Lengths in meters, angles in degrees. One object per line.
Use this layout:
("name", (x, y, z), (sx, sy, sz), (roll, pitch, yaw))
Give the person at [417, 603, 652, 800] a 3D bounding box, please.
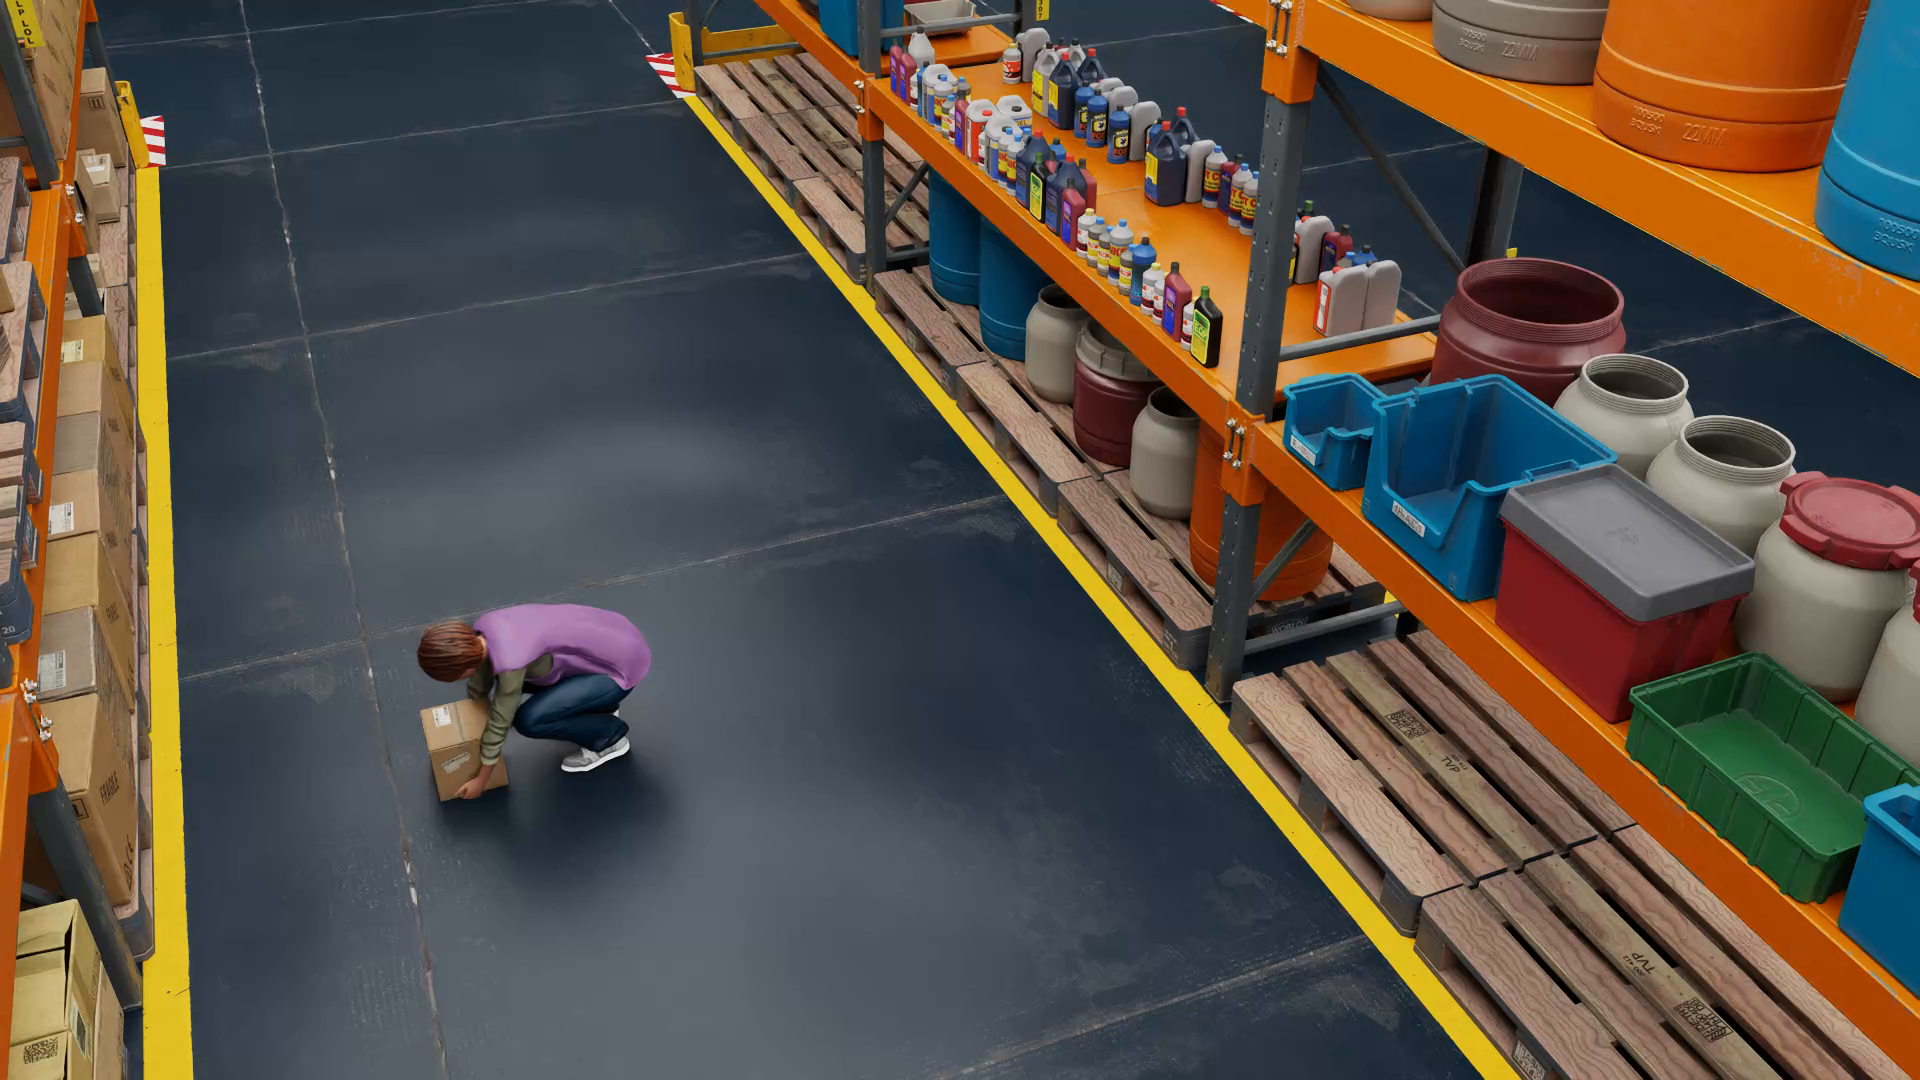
("person", (-1.551, 0.534, 6.183), (0.821, 0.768, 0.436), (-13, 36, -19))
